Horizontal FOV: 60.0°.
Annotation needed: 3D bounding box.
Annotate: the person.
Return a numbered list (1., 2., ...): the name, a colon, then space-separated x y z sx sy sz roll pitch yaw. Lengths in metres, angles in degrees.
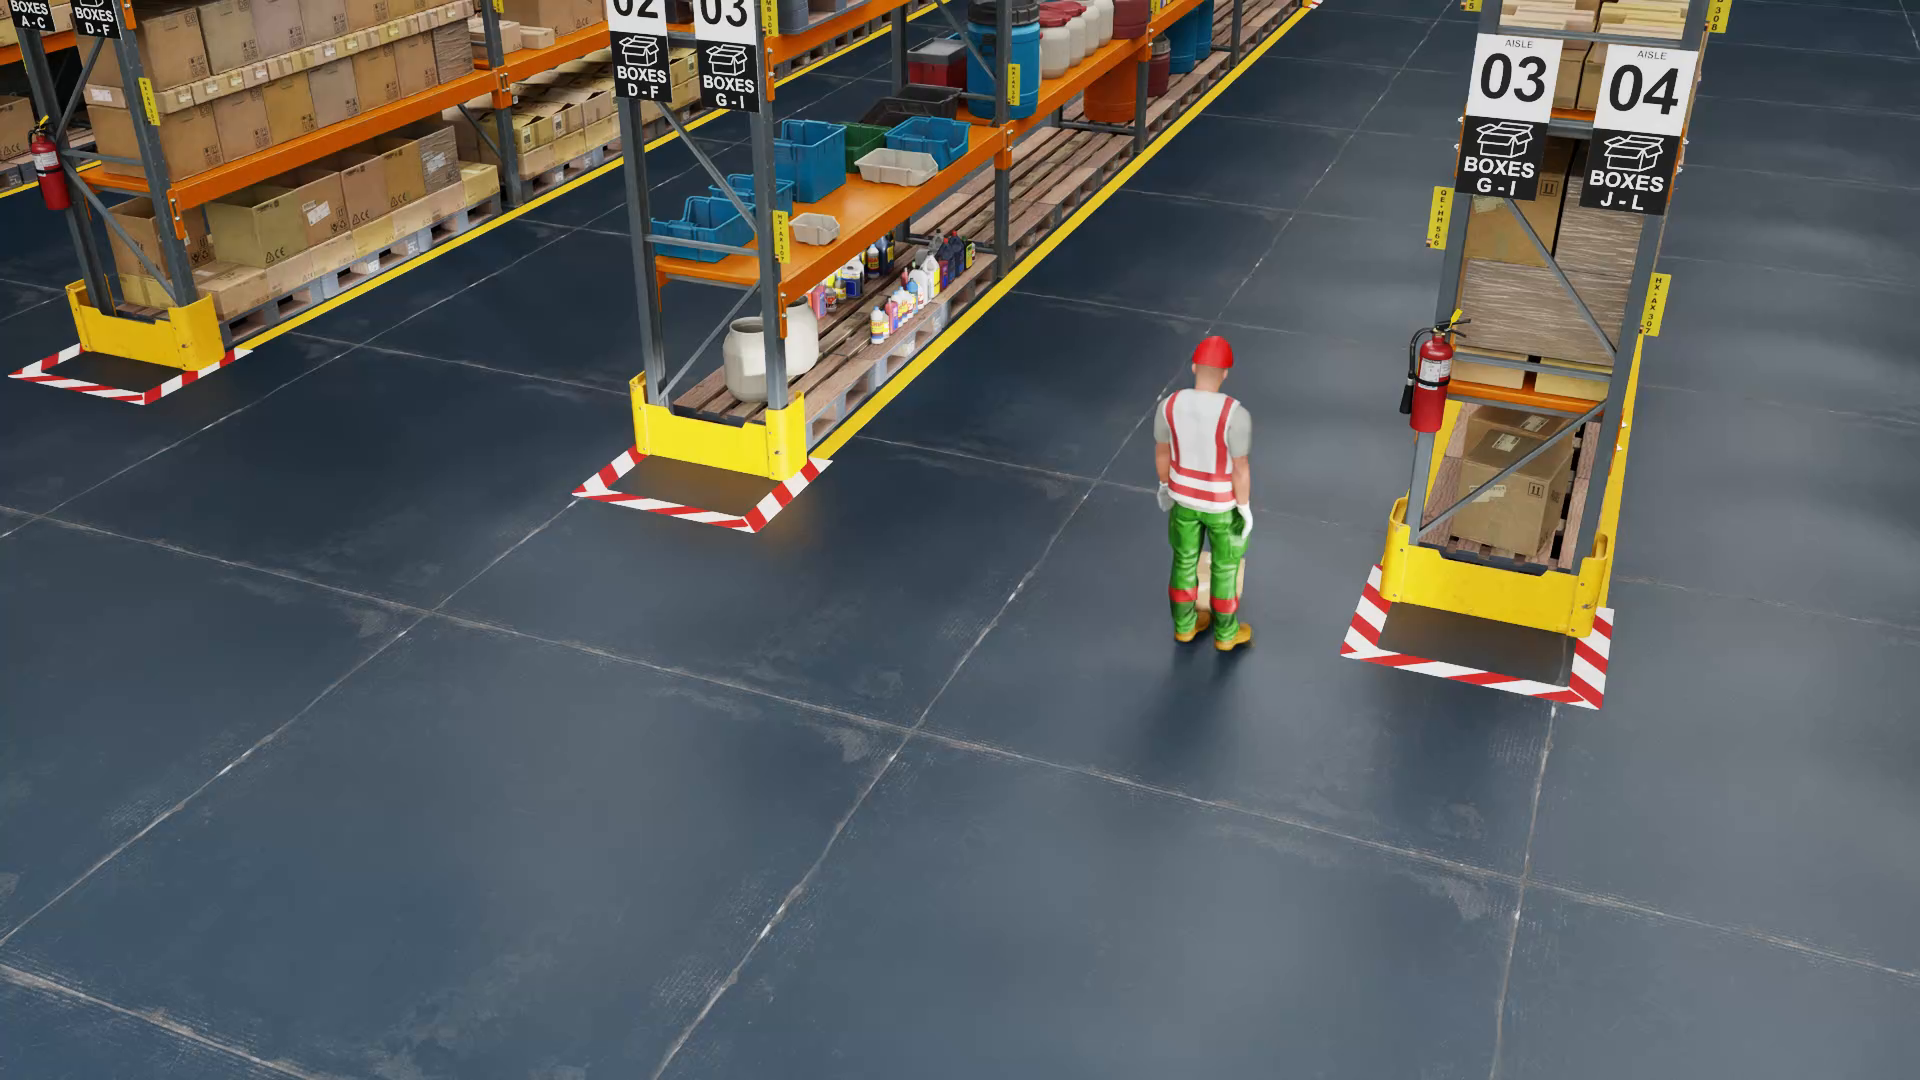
1. person: 1.312 -0.236 8.762 0.567 1.791 0.459 16 33 26
